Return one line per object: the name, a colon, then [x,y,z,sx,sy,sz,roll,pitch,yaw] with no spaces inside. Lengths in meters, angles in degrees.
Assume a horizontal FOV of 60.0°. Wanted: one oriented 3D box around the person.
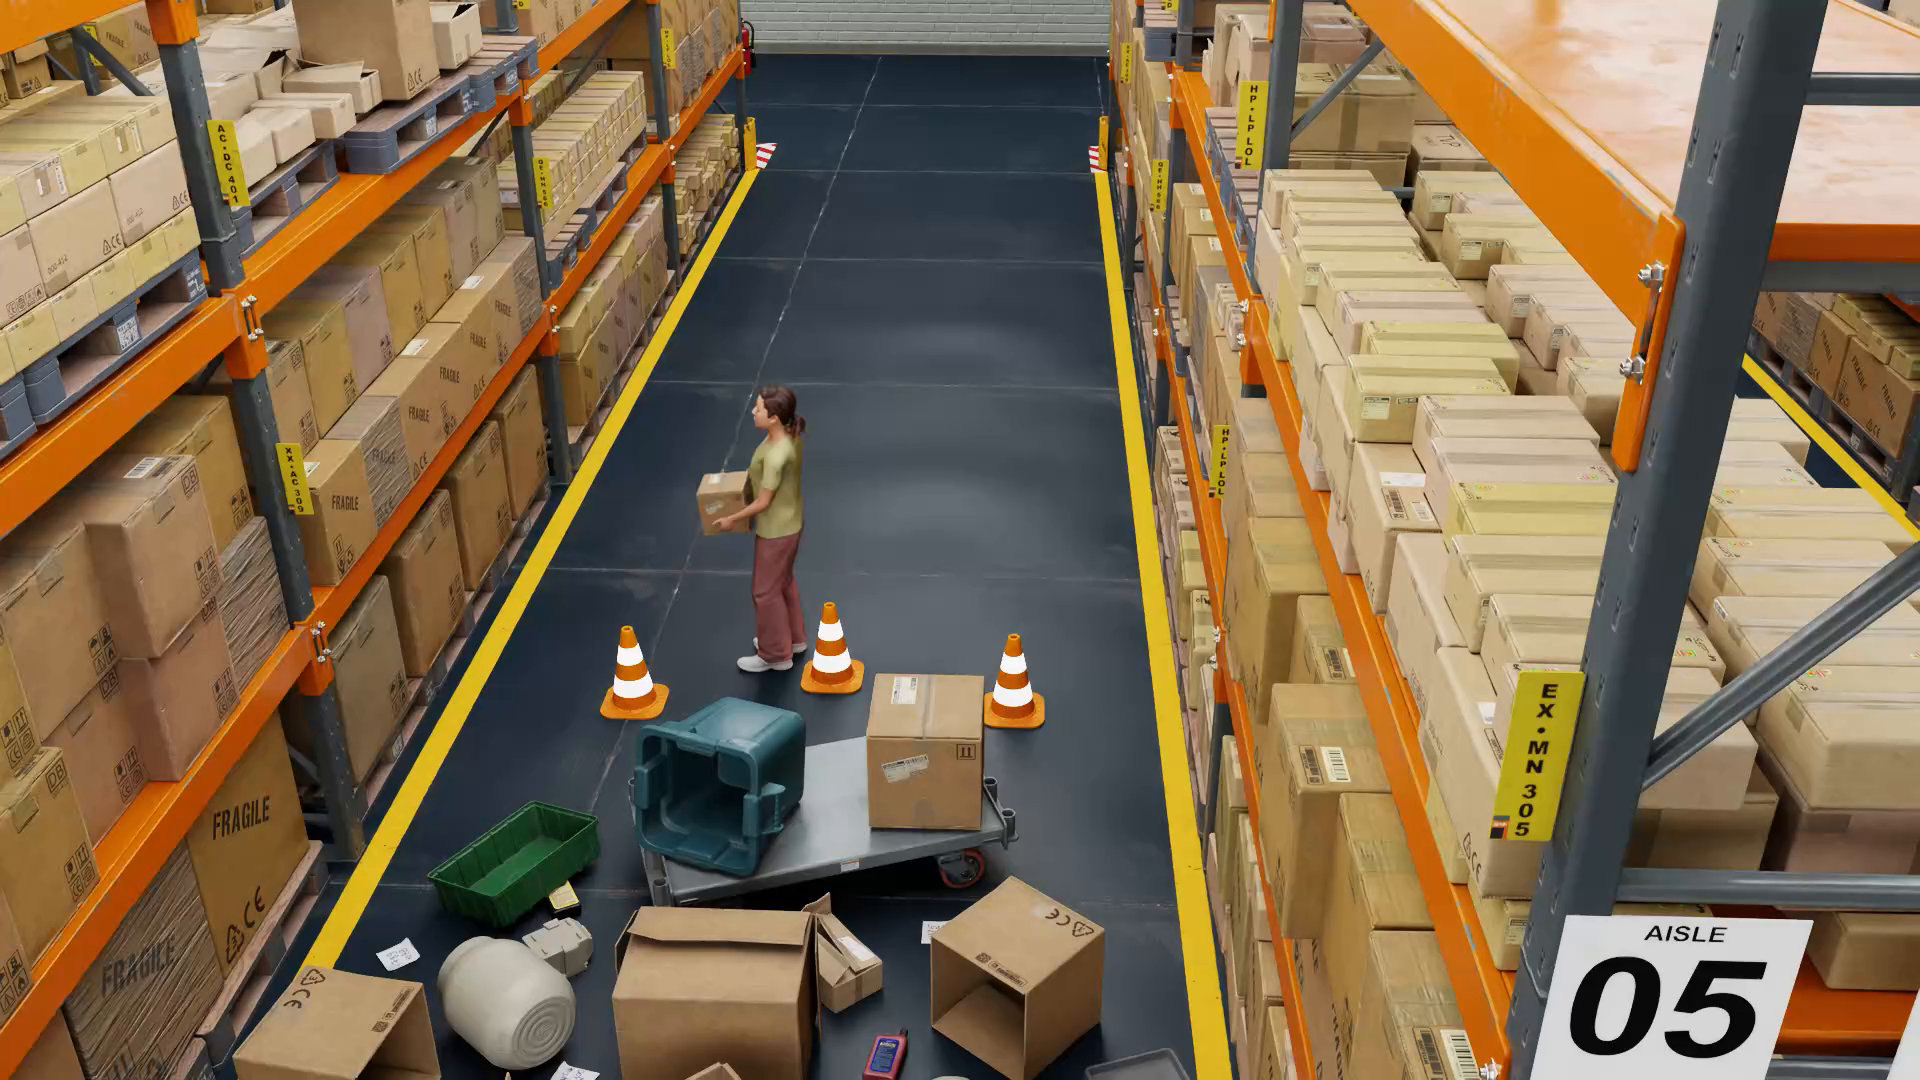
person: [-1.051,-0.062,8.964,0.523,1.672,0.452,1,28,2]
